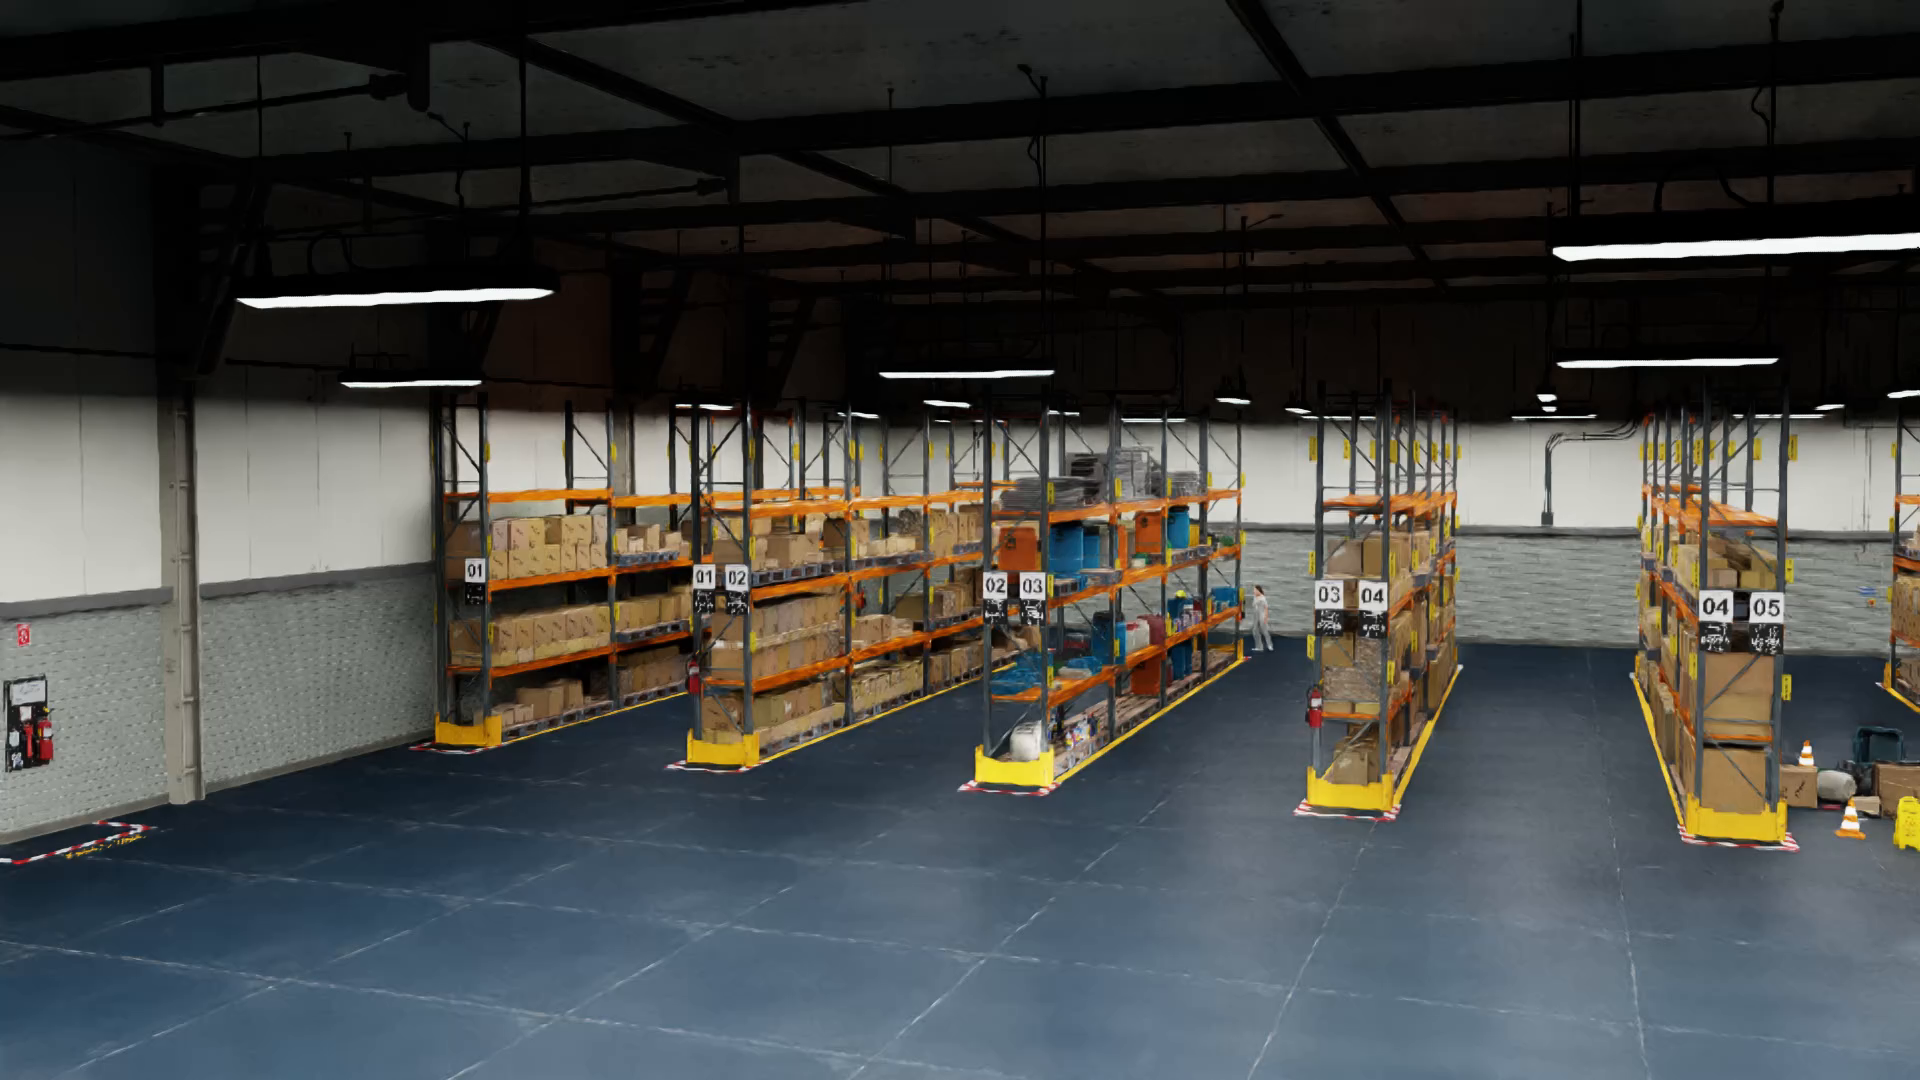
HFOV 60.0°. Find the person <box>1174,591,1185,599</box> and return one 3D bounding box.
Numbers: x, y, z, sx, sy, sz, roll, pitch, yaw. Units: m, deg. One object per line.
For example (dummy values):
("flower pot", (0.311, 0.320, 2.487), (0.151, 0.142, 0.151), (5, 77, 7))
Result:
("person", (5.072, 2.056, 38.864), (0.582, 1.760, 0.737), (1, 3, 26))

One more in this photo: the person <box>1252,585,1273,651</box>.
("person", (7.603, 1.955, 41.775), (0.564, 1.657, 0.505), (-2, 4, -34))
